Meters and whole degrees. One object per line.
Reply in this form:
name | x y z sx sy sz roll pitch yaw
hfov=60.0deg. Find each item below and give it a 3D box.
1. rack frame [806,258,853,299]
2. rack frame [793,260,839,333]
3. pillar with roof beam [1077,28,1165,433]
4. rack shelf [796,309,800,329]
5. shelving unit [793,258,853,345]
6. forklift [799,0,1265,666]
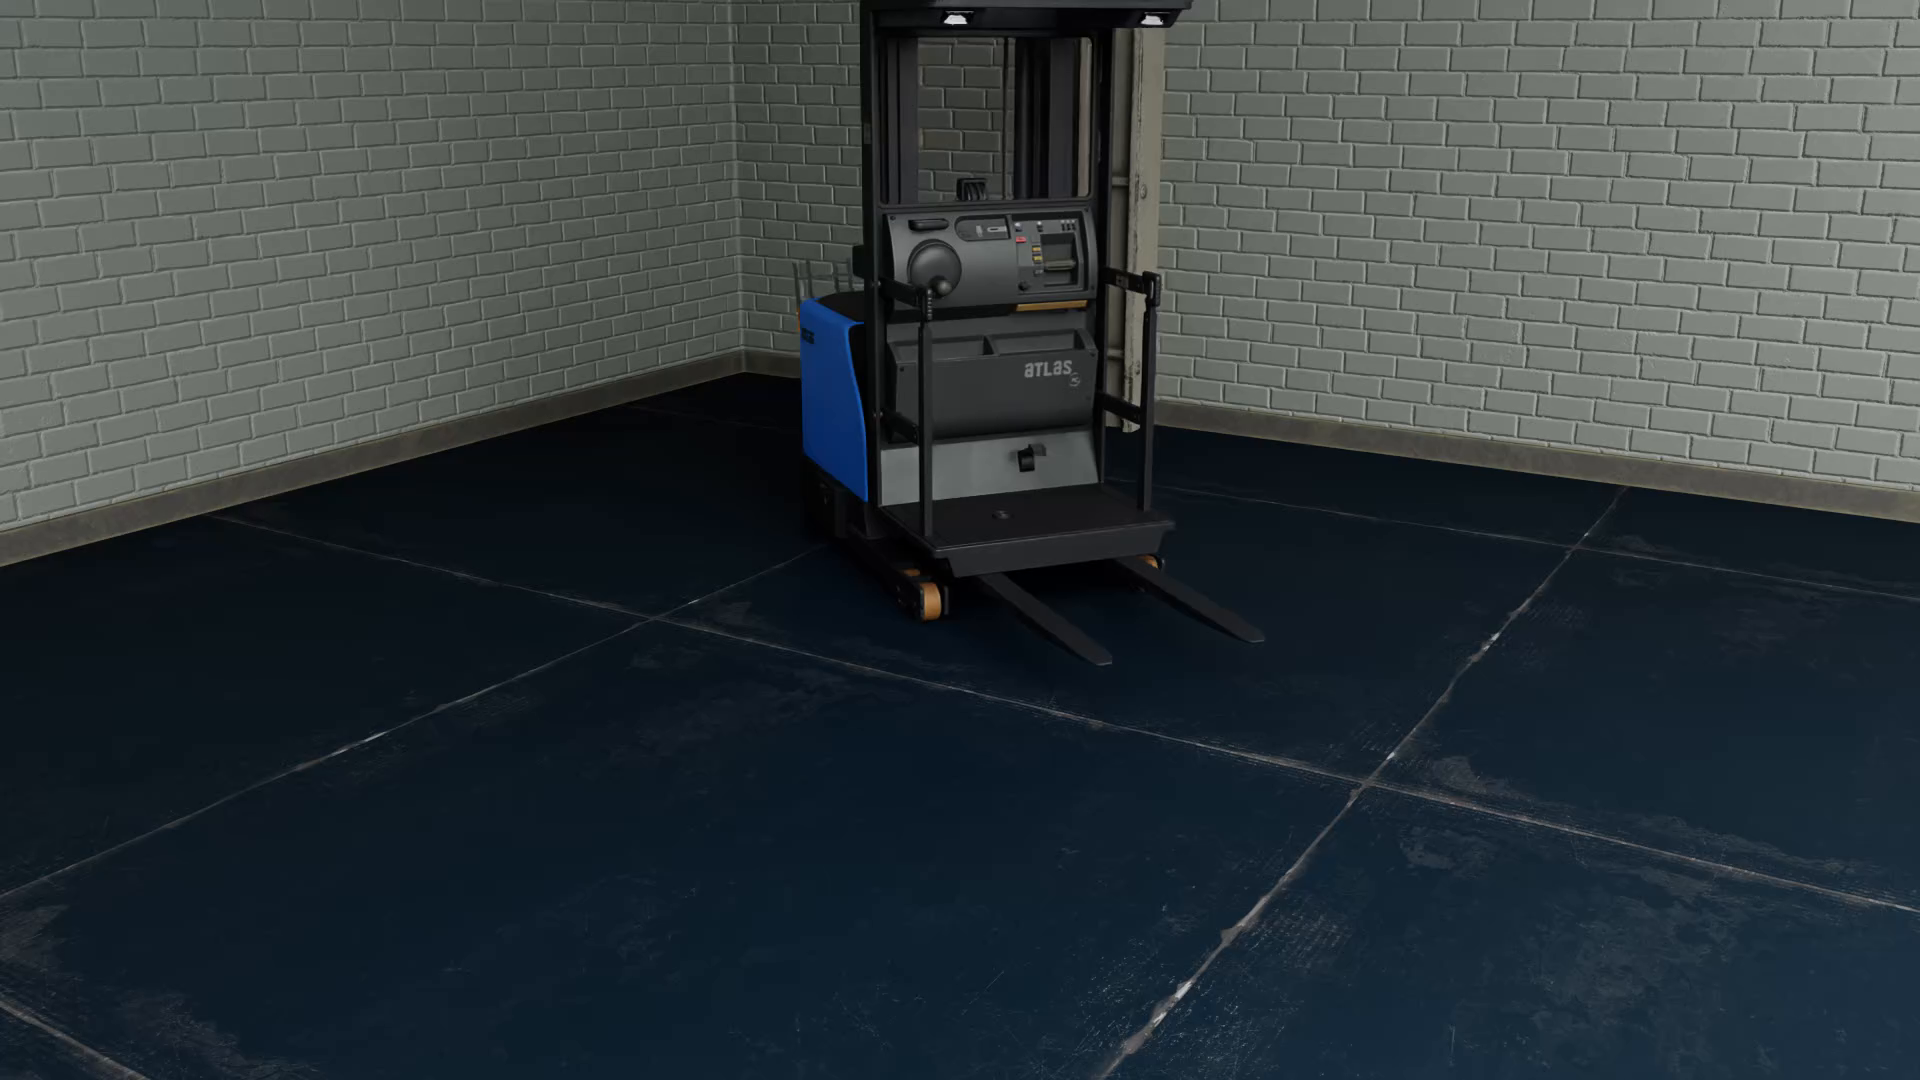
rack frame | -0.610 -0.818 8.424 0.240 1.200 0.006 -8 8 -26
rack frame | -0.692 -0.831 8.587 0.240 1.200 0.006 -8 8 -26
pillar with roof beam | -1.318 -3.953 5.413 0.400 9.000 9.100 10 20 30
rack shelf | -0.678 -1.137 8.467 0.258 0.103 0.180 -8 8 -26
shelving unit | -0.651 -0.825 8.506 0.258 1.200 0.189 -8 8 -26
forklift | 0.223 -1.205 6.806 1.130 2.935 3.031 -7 18 -21
